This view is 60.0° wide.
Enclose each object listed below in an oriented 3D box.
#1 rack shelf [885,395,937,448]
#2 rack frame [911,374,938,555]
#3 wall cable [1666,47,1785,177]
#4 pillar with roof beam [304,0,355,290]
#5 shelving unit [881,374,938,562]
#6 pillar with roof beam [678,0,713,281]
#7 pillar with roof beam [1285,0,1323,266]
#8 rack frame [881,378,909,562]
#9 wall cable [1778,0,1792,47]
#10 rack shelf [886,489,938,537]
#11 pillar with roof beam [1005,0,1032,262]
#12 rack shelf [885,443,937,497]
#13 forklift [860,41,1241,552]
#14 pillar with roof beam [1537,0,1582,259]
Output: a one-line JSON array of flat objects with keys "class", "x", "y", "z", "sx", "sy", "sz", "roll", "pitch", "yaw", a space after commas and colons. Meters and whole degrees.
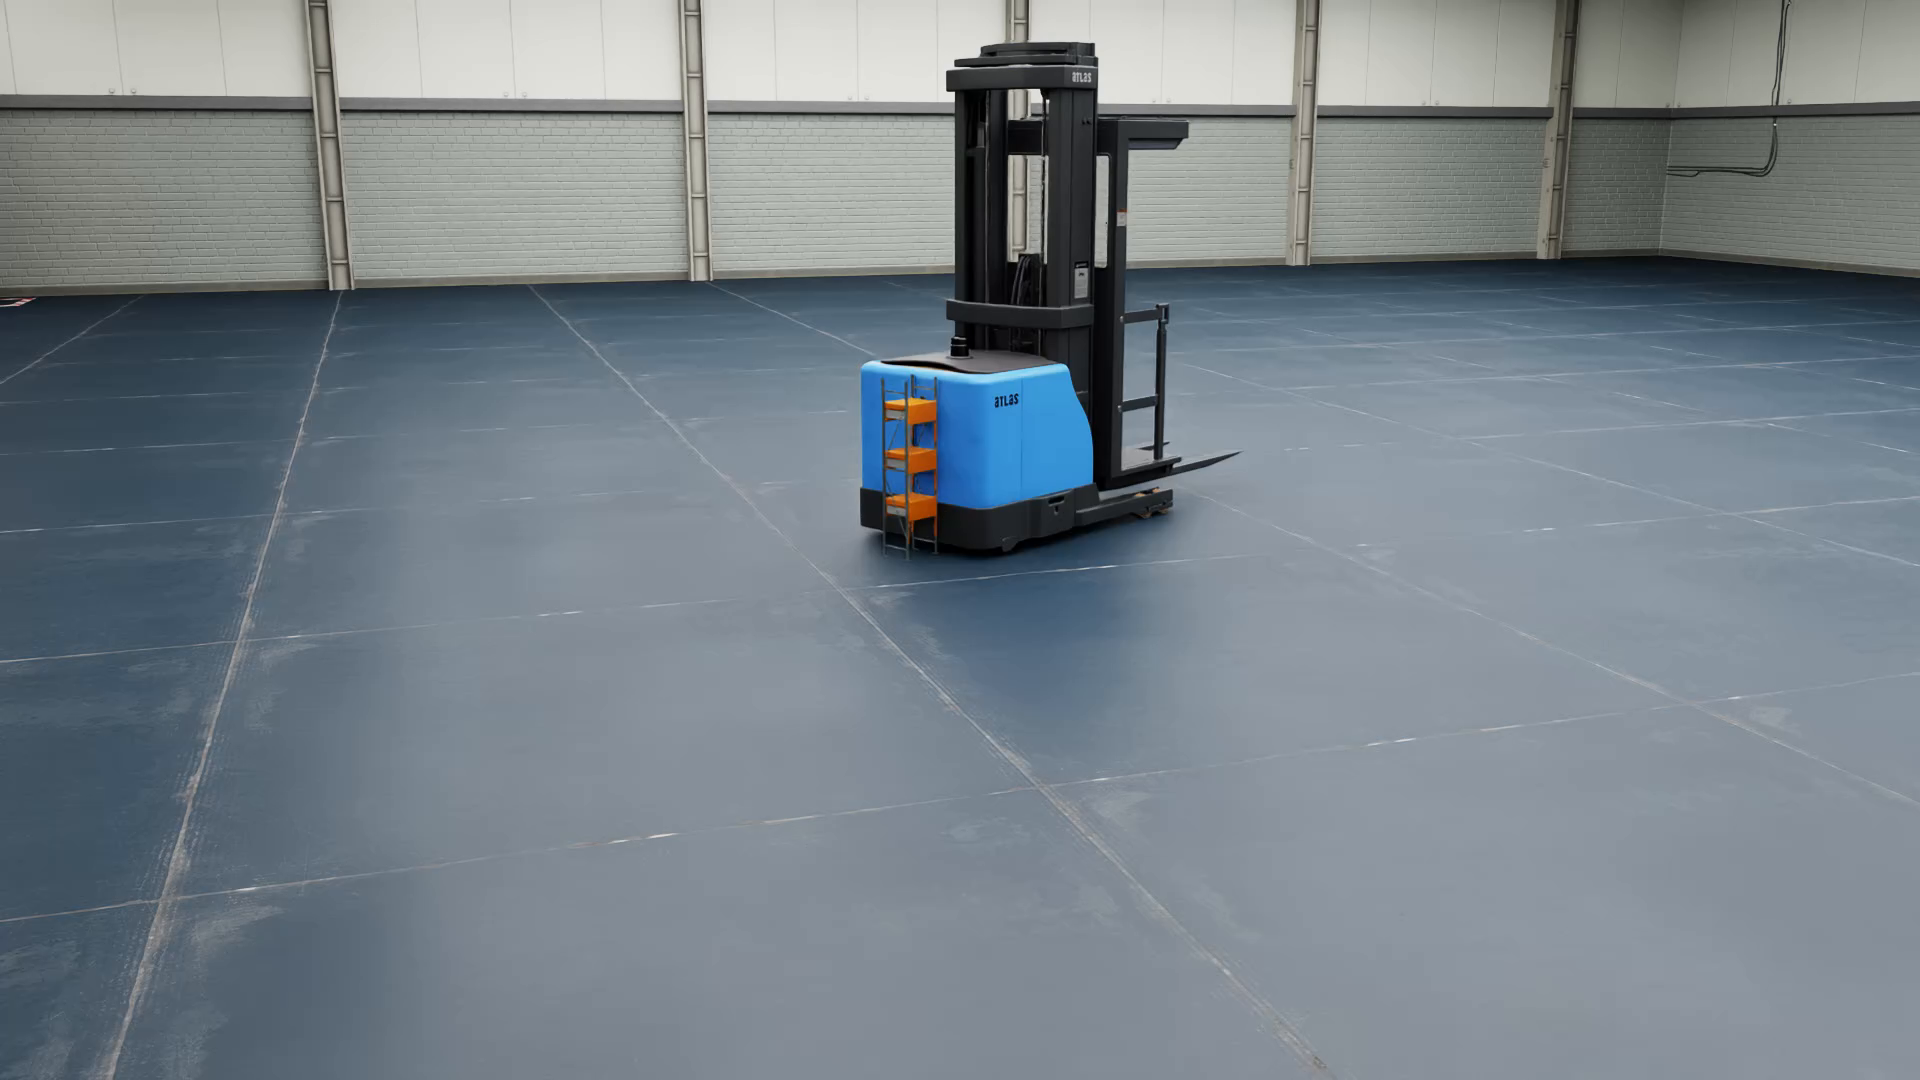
[{"class": "rack shelf", "x": -0.290, "y": -0.685, "z": 9.572, "sx": 0.215, "sy": 0.259, "sz": 0.240, "roll": 12, "pitch": 18, "yaw": 40}, {"class": "rack frame", "x": -0.209, "y": -0.440, "z": 9.724, "sx": 0.200, "sy": 1.050, "sz": 0.008, "roll": 12, "pitch": 18, "yaw": 40}, {"class": "wall cable", "x": 15.658, "y": -8.749, "z": 34.189, "sx": 0.112, "sy": 2.526, "sz": 3.097, "roll": -4, "pitch": 14, "yaw": -18}, {"class": "pillar with roof beam", "x": -8.929, "y": -7.617, "z": 22.718, "sx": 0.400, "sy": 9.000, "sz": 9.100, "roll": -4, "pitch": 14, "yaw": -18}, {"class": "shelving unit", "x": -0.290, "y": -0.419, "z": 9.635, "sx": 0.215, "sy": 1.050, "sz": 0.252, "roll": 12, "pitch": 18, "yaw": 40}, {"class": "pillar with roof beam", "x": -3.243, "y": -8.060, "z": 24.580, "sx": 0.400, "sy": 9.000, "sz": 9.100, "roll": -4, "pitch": 14, "yaw": -18}, {"class": "pillar with roof beam", "x": 8.131, "y": -8.945, "z": 28.303, "sx": 0.400, "sy": 9.000, "sz": 9.100, "roll": -4, "pitch": 14, "yaw": -18}, {"class": "rack frame", "x": -0.372, "y": -0.398, "z": 9.547, "sx": 0.200, "sy": 1.050, "sz": 0.008, "roll": 12, "pitch": 18, "yaw": 40}, {"class": "wall cable", "x": 16.521, "y": -10.613, "z": 31.110, "sx": 0.112, "sy": 2.526, "sz": 3.097, "roll": -4, "pitch": 14, "yaw": -18}, {"class": "rack shelf", "x": -0.291, "y": -0.138, "z": 9.702, "sx": 0.215, "sy": 0.259, "sz": 0.240, "roll": 12, "pitch": 18, "yaw": 40}, {"class": "pillar with roof beam", "x": 2.444, "y": -8.502, "z": 26.442, "sx": 0.400, "sy": 9.000, "sz": 9.100, "roll": -4, "pitch": 14, "yaw": -18}, {"class": "rack shelf", "x": -0.290, "y": -0.409, "z": 9.638, "sx": 0.215, "sy": 0.259, "sz": 0.240, "roll": 12, "pitch": 18, "yaw": 40}, {"class": "forklift", "x": 0.743, "y": -1.631, "z": 10.665, "sx": 1.130, "sy": 2.935, "sz": 3.031, "roll": 12, "pitch": 18, "yaw": 40}, {"class": "pillar with roof beam", "x": 13.817, "y": -9.388, "z": 30.165, "sx": 0.400, "sy": 9.000, "sz": 9.100, "roll": -4, "pitch": 14, "yaw": -18}]
